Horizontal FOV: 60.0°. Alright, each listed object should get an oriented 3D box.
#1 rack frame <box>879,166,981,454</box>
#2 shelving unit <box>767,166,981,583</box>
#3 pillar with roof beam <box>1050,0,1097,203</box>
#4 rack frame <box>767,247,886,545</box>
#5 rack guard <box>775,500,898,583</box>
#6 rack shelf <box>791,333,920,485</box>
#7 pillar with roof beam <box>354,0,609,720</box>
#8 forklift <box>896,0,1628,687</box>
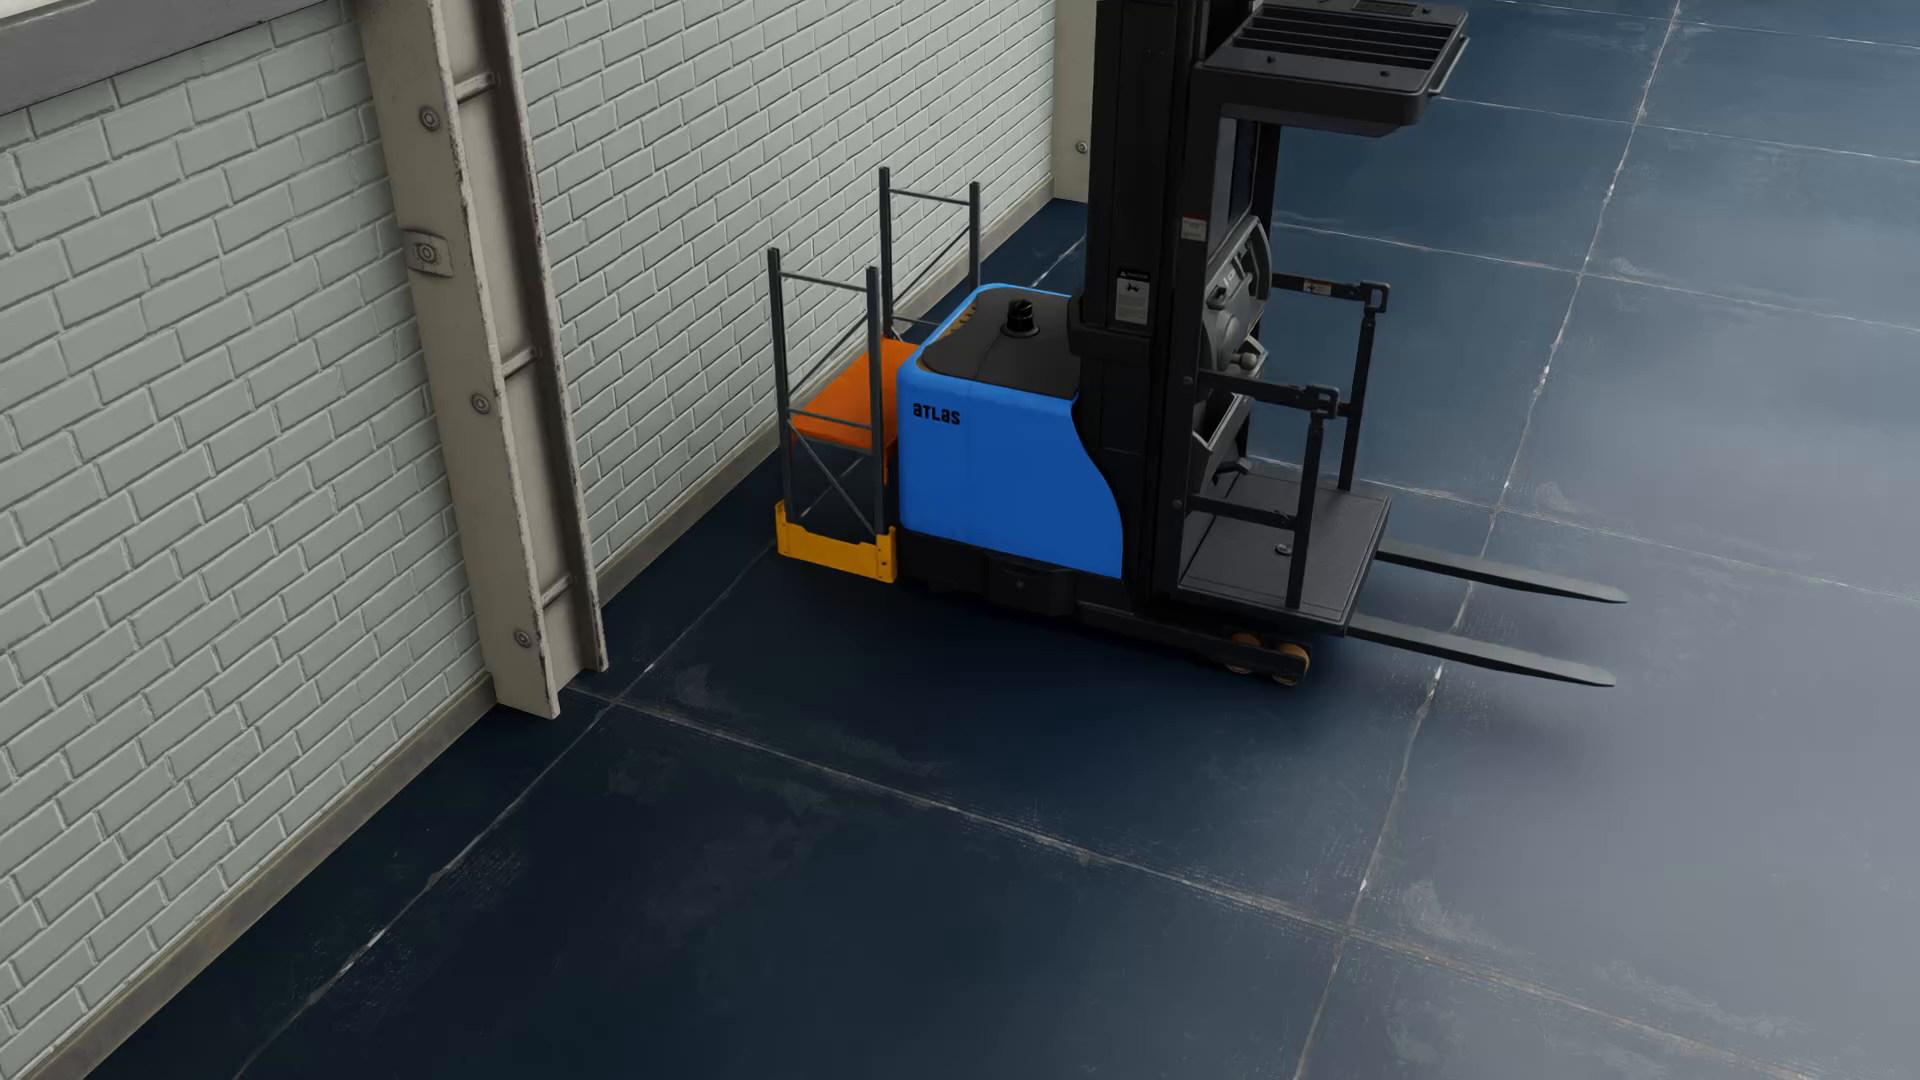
[{"bbox_3d":[-0.139,-1.026,7.947,0.500,1.500,0.032,14,36,20],"label":"rack frame"},{"bbox_3d":[-0.354,-0.768,7.553,0.587,1.500,1.083,14,36,20],"label":"shelving unit"},{"bbox_3d":[4.734,-5.178,7.440,9.100,9.000,0.400,14,36,20],"label":"pillar with roof beam"},{"bbox_3d":[-0.560,-0.518,7.173,0.500,1.500,0.032,14,36,20],"label":"rack frame"},{"bbox_3d":[-0.560,0.004,7.517,0.587,0.250,0.087,14,36,20],"label":"rack guard"},{"bbox_3d":[-0.350,-0.622,7.659,0.538,0.185,1.000,14,36,20],"label":"rack shelf"},{"bbox_3d":[2.224,-2.190,2.883,9.100,9.000,0.400,14,36,20],"label":"pillar with roof beam"},{"bbox_3d":[1.286,-0.963,6.545,3.031,2.935,1.130,13,35,19],"label":"forklift"}]
